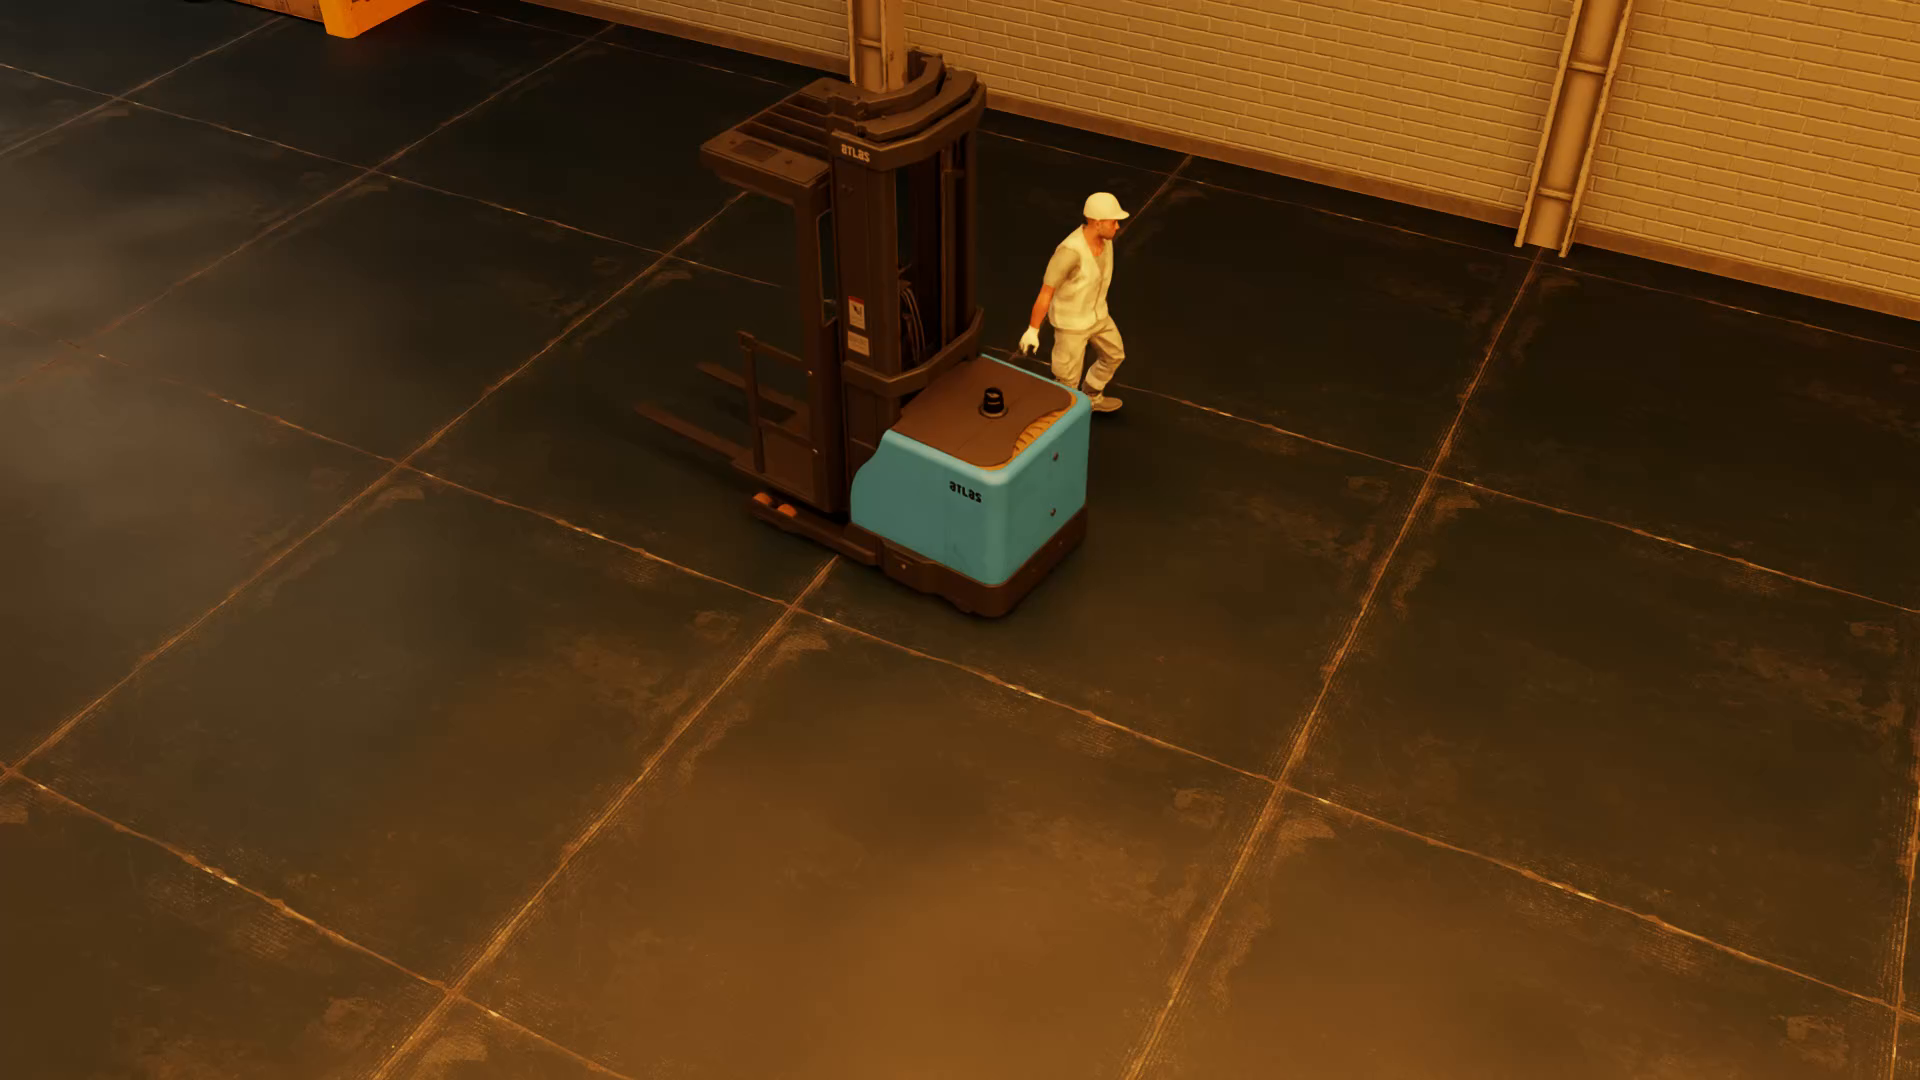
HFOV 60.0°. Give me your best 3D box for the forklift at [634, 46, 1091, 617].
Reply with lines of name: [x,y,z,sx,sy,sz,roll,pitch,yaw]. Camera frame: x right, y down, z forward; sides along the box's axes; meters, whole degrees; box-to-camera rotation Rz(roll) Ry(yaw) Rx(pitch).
forklift: [-0.722,-1.429,9.684,3.031,2.935,1.130,24,46,26]

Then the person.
person: [0.725,-1.393,10.547,0.469,1.745,0.866,30,49,31]
